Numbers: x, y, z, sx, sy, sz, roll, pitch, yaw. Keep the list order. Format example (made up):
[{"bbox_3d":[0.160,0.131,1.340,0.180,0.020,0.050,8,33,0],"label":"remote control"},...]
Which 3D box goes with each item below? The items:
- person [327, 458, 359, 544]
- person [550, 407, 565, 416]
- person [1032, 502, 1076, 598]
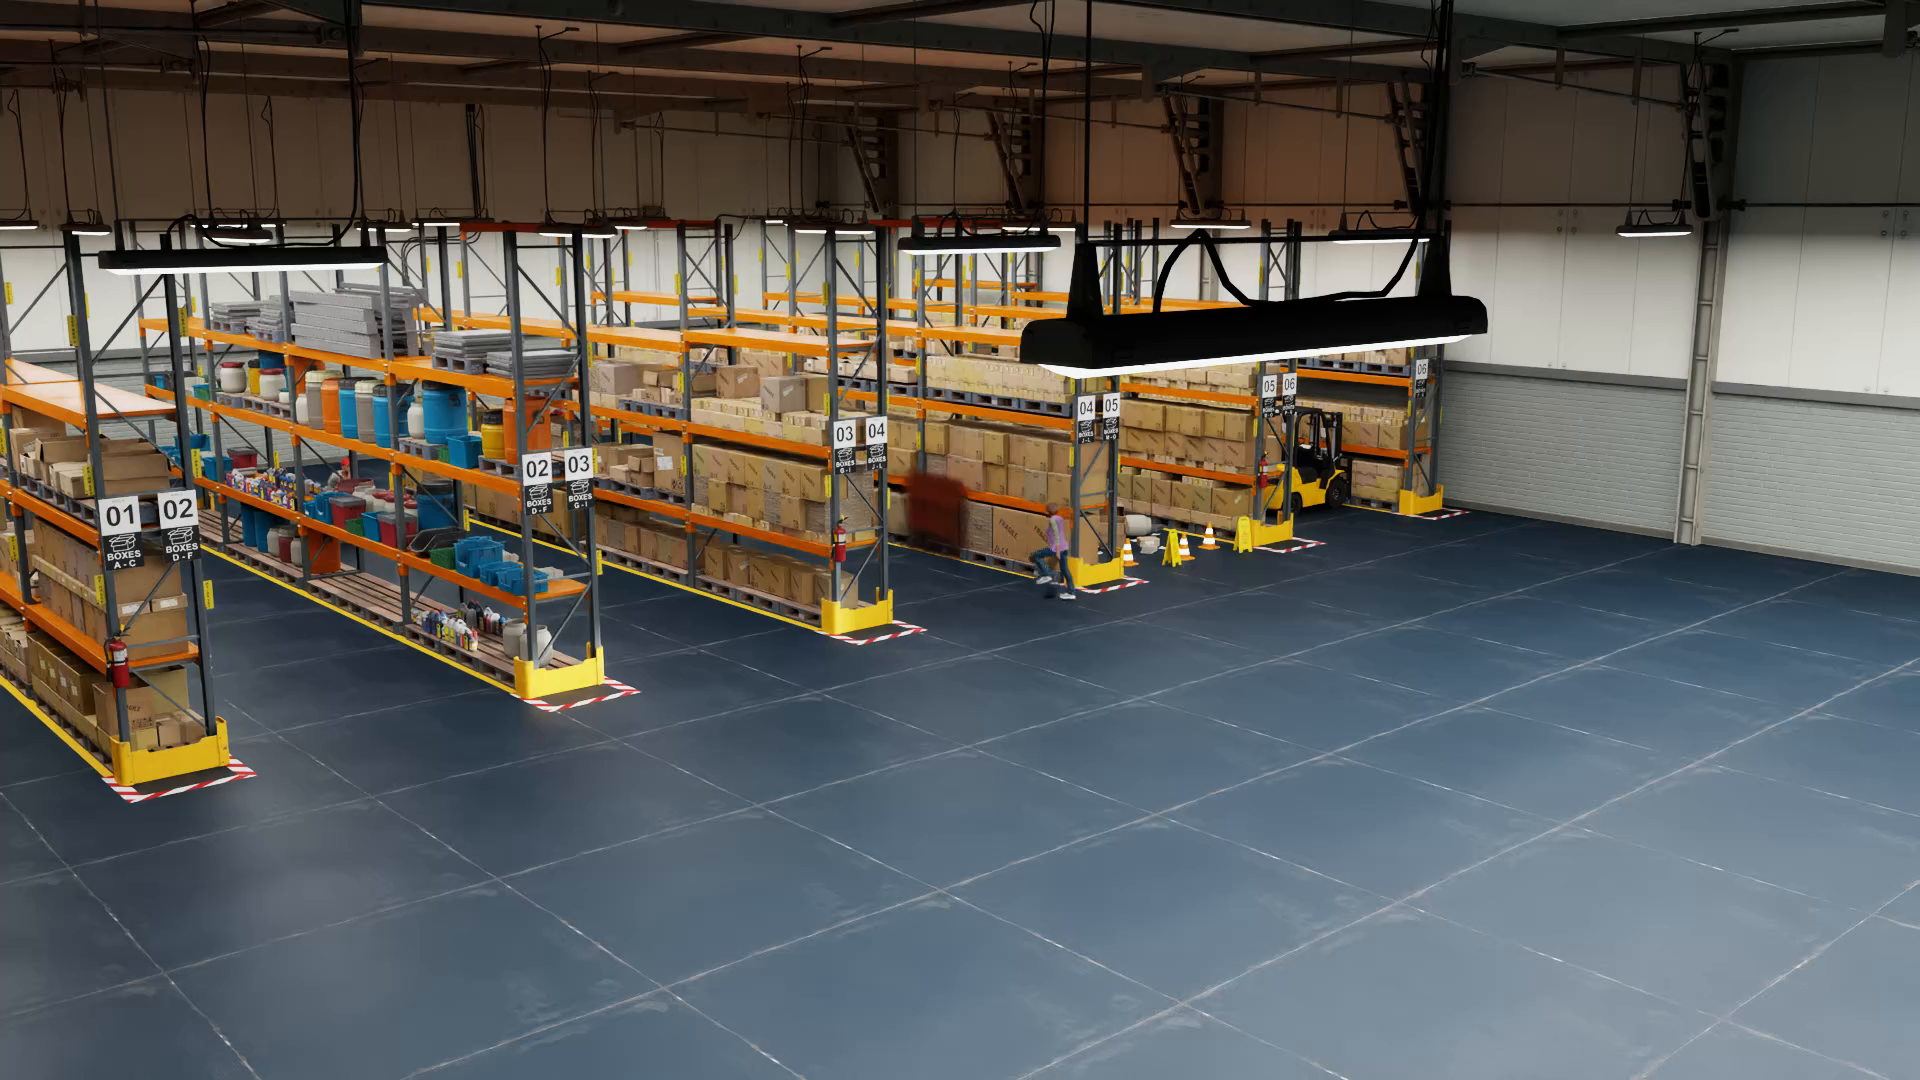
[{"bbox_3d":[-11.592,-0.734,31.300,0.649,1.675,0.673,-7,13,-32],"label":"person"},{"bbox_3d":[-9.643,-2.480,39.830,0.527,1.684,0.936,3,12,16],"label":"person"},{"bbox_3d":[1.561,0.171,26.979,0.725,1.556,0.464,6,13,26],"label":"person"}]
